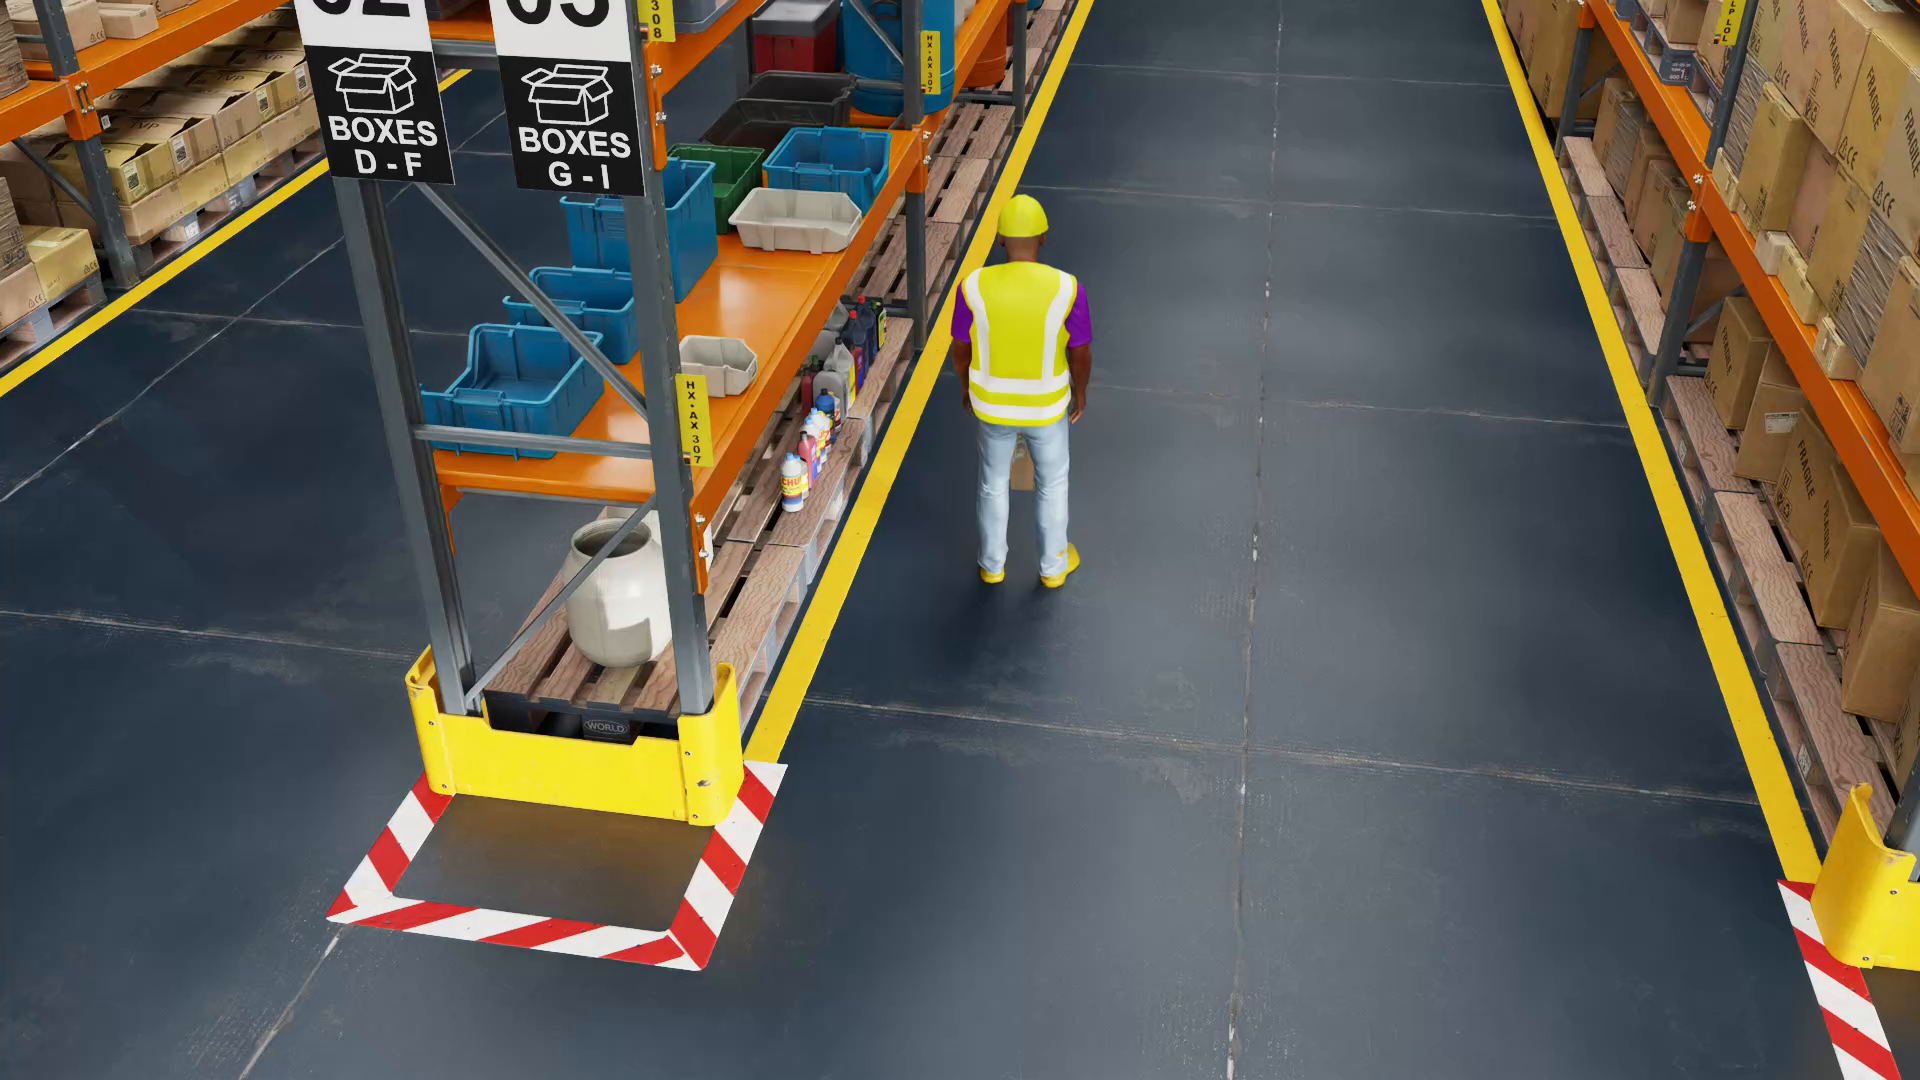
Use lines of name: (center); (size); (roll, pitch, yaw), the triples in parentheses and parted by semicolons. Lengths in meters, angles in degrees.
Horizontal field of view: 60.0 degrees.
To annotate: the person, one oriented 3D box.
person: (0.258, -0.599, 7.068); (0.591, 1.764, 0.430); (4, 32, 7)
